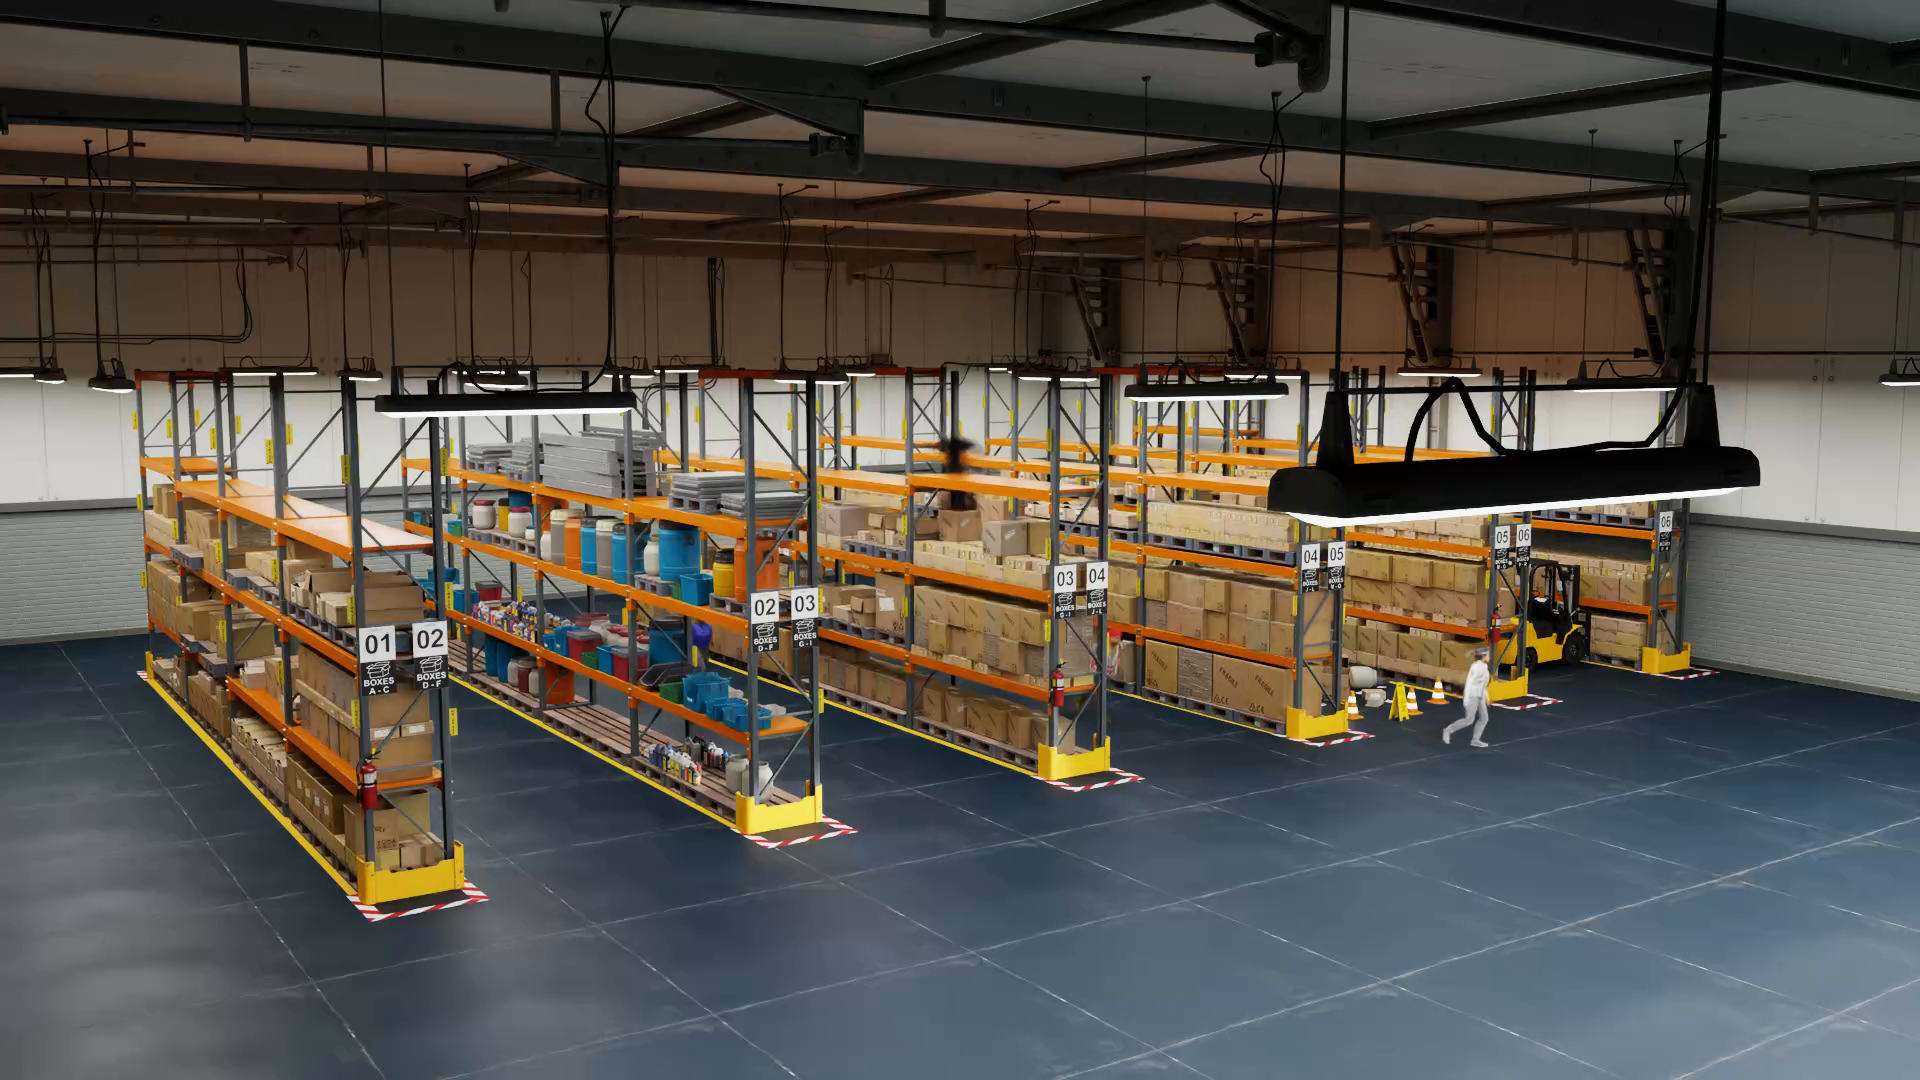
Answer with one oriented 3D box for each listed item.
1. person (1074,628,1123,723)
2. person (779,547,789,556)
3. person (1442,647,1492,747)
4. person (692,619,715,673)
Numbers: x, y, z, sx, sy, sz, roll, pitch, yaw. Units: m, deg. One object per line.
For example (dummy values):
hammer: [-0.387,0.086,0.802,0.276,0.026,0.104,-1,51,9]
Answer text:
person: [2.414,2.309,28.682,0.646,1.683,1.059,-5,8,-35]
person: [-4.755,0.626,43.224,0.626,1.713,0.642,0,6,-2]
person: [8.172,2.508,26.752,0.702,1.619,0.672,4,7,30]
person: [-4.748,2.101,30.433,0.484,1.670,0.790,-6,9,-43]
